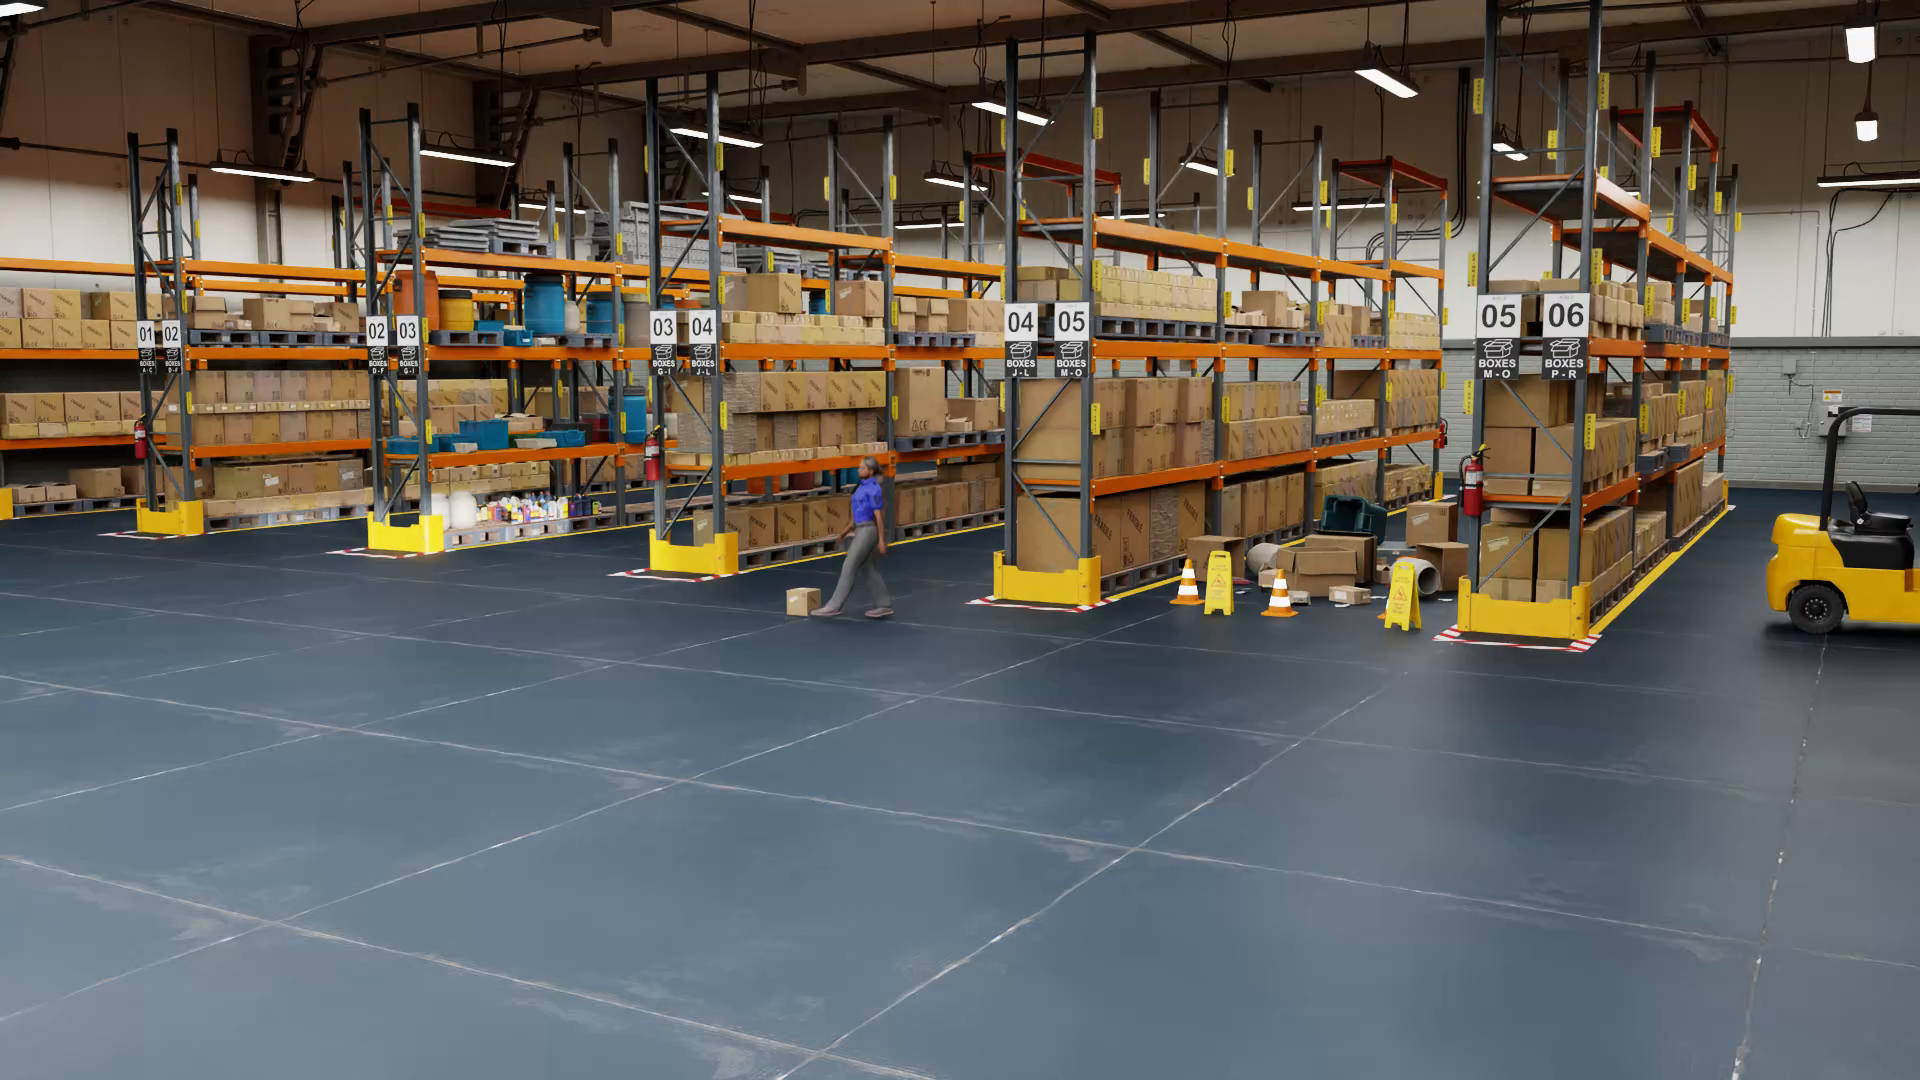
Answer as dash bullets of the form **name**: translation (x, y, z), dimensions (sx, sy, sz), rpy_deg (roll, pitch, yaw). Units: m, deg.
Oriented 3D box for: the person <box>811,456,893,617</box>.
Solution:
- **person**: translation (-1.086, -0.029, 16.668), dimensions (0.844, 1.628, 0.500), rpy_deg (-1, 6, -10)
